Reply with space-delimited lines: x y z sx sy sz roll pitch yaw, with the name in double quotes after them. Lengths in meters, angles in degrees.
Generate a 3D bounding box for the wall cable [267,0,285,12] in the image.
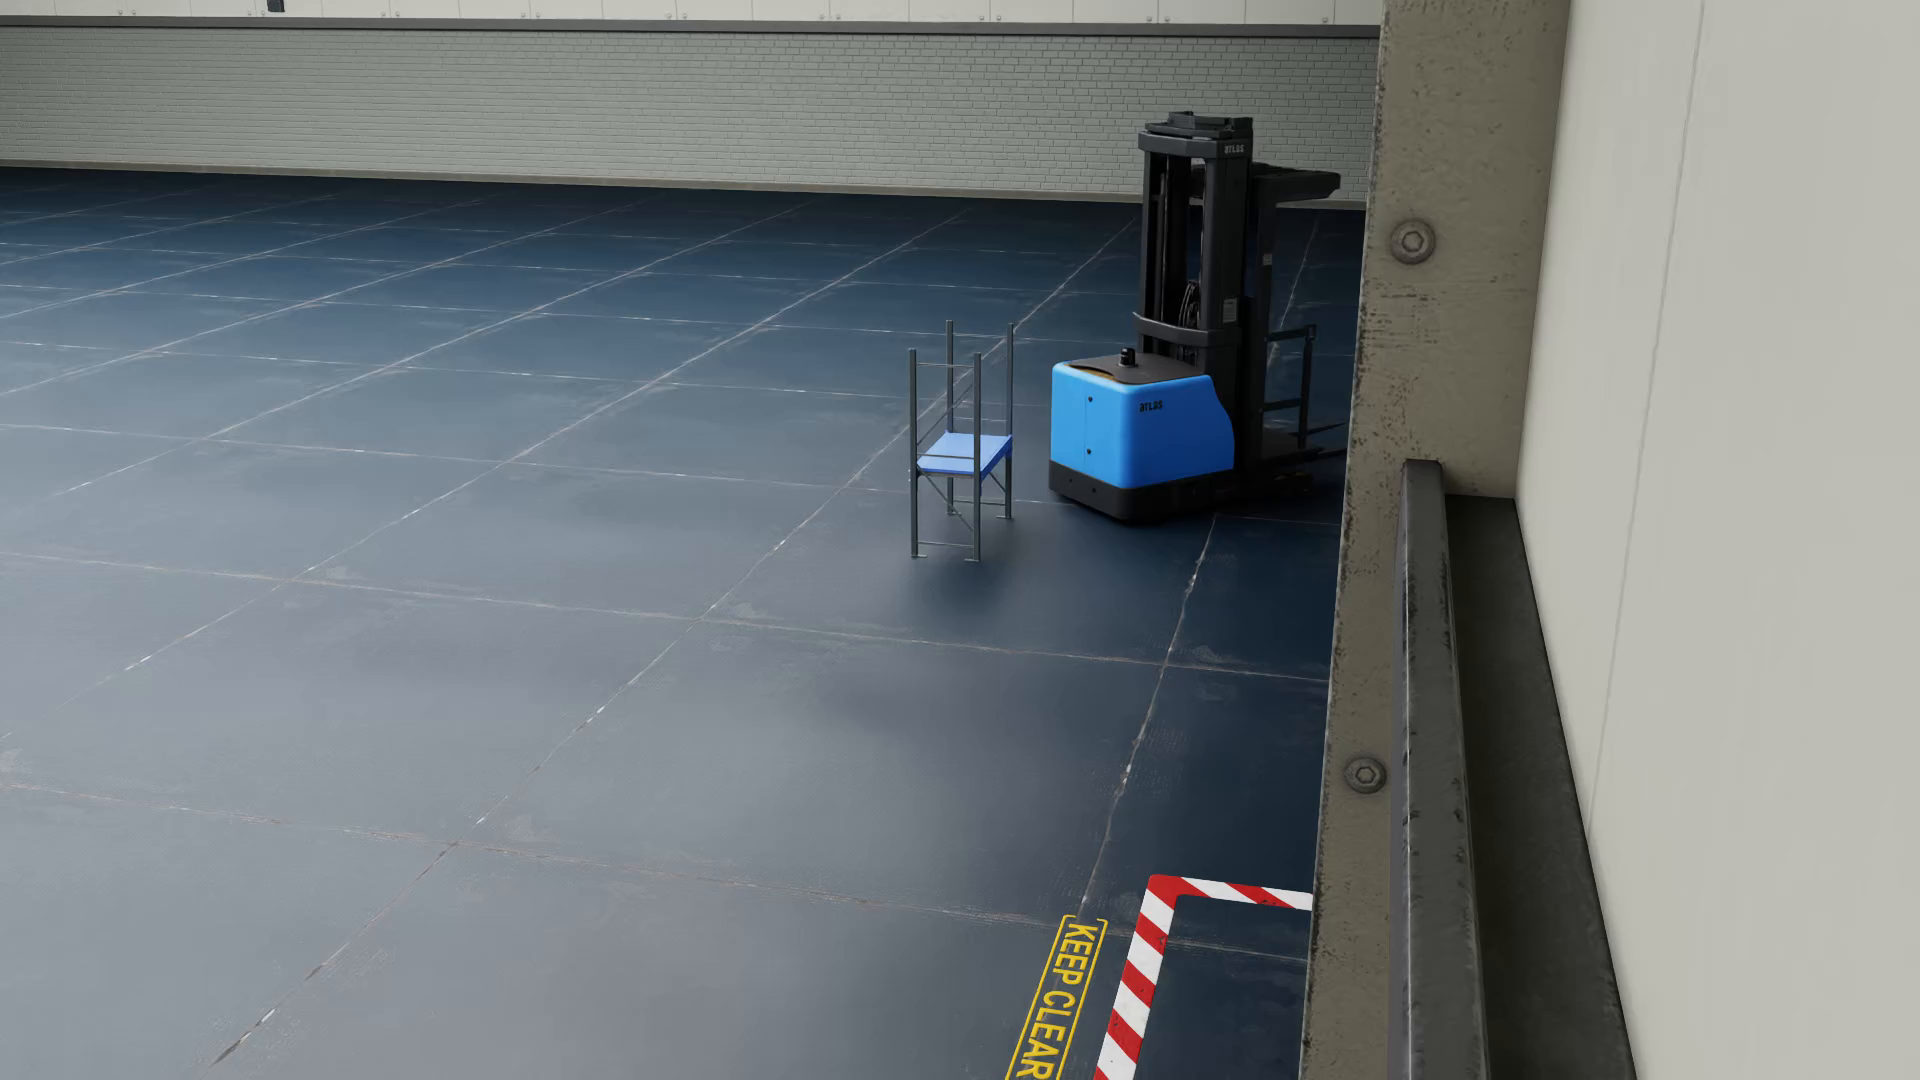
-12.566 -13.216 31.698 2.305 6.003 0.169 5 19 13 "wall cable"

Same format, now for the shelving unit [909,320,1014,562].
0.021 -0.736 12.023 0.538 1.500 1.048 5 19 13 "shelving unit"

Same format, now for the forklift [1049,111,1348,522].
2.223 -1.861 13.103 3.031 2.935 1.130 -11 22 -30 "forklift"

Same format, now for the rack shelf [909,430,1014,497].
0.021 -0.566 12.082 0.538 0.185 1.000 5 19 13 "rack shelf"

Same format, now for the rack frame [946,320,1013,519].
0.145 -0.896 12.490 0.500 1.500 0.032 5 19 13 "rack frame"

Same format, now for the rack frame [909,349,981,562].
-0.103 -0.577 11.557 0.500 1.500 0.032 5 19 13 "rack frame"
